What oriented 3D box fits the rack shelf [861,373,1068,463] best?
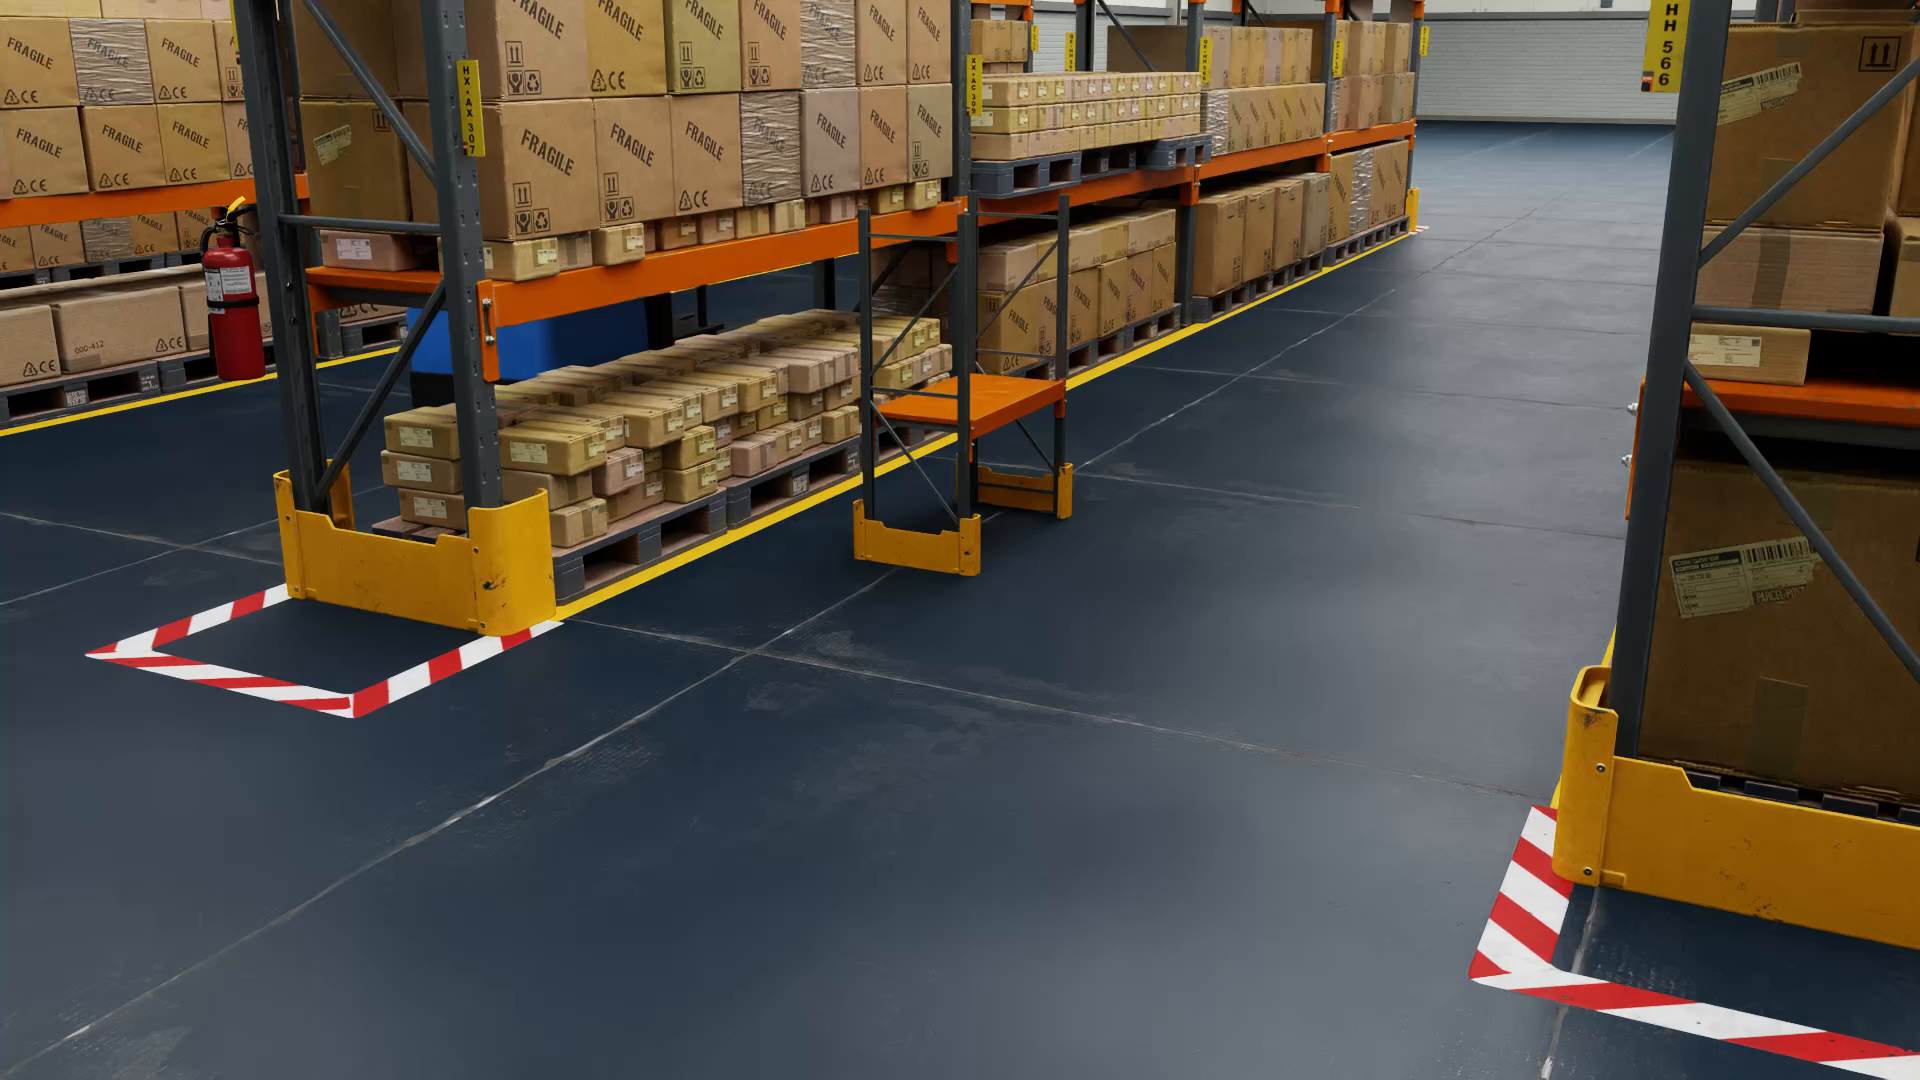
[{"bbox_3d":[0.038,-0.568,7.435,0.538,0.185,1.000,8,18,25],"label":"rack shelf"}]

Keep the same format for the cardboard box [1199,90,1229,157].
[{"bbox_3d":[1.817,-3.329,13.289,0.500,0.500,0.500,8,18,26],"label":"cardboard box"}]

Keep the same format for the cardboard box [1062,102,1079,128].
[{"bbox_3d":[0.520,-2.646,10.346,0.380,0.149,0.250,7,18,23],"label":"cardboard box"}]

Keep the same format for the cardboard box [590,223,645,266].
[{"bbox_3d":[-1.517,-1.216,6.790,0.380,0.149,0.250,8,18,24],"label":"cardboard box"}]

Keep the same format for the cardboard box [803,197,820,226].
[{"bbox_3d":[-0.914,-1.626,8.171,0.380,0.149,0.250,8,18,25],"label":"cardboard box"}]

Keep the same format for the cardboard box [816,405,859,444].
[{"bbox_3d":[-0.745,-0.610,8.580,0.380,0.149,0.250,8,18,25],"label":"cardboard box"}]

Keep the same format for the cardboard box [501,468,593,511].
[{"bbox_3d":[-1.736,-0.242,6.816,0.380,0.149,0.250,9,19,28],"label":"cardboard box"}]

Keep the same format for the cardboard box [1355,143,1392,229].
[{"bbox_3d":[4.315,-4.016,18.772,0.875,0.875,0.875,8,18,25],"label":"cardboard box"}]

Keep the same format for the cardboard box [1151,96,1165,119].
[{"bbox_3d":[1.217,-3.042,11.678,0.380,0.149,0.250,8,18,25],"label":"cardboard box"}]

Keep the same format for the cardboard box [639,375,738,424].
[{"bbox_3d":[-1.249,-0.650,7.669,0.380,0.149,0.250,9,19,28],"label":"cardboard box"}]

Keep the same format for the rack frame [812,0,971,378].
[{"bbox_3d":[-0.412,-2.182,9.603,1.000,3.000,0.127,8,18,25],"label":"rack frame"}]

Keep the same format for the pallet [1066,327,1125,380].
[{"bbox_3d":[0.479,-1.356,11.719,1.003,0.211,1.213,8,18,25],"label":"pallet"}]

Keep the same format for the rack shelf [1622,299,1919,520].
[{"bbox_3d":[3.086,-0.671,5.780,1.077,0.370,4.000,8,18,25],"label":"rack shelf"}]

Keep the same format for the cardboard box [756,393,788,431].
[{"bbox_3d":[-1.073,-0.651,8.194,0.380,0.149,0.250,9,19,28],"label":"cardboard box"}]

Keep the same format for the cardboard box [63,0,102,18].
[{"bbox_3d":[-5.366,-3.188,9.918,0.380,0.149,0.250,8,18,24],"label":"cardboard box"}]

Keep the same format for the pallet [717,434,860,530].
[{"bbox_3d":[-1.224,-0.358,8.359,1.003,0.211,1.213,8,18,25],"label":"pallet"}]

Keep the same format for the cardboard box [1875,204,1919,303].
[{"bbox_3d":[2.875,-0.799,4.686,0.500,0.250,0.500,8,18,25],"label":"cardboard box"}]

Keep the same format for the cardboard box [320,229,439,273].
[{"bbox_3d":[-2.307,-1.162,6.610,0.380,0.149,0.250,8,18,25],"label":"cardboard box"}]

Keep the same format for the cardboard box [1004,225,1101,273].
[{"bbox_3d":[0.622,-1.965,11.207,0.500,0.250,0.500,9,19,27],"label":"cardboard box"}]

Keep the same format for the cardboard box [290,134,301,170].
[{"bbox_3d":[-4.453,-2.793,11.923,0.500,0.250,0.500,8,18,24],"label":"cardboard box"}]

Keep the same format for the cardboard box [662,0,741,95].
[{"bbox_3d":[-1.289,-2.173,7.118,0.500,0.500,0.500,8,18,24],"label":"cardboard box"}]

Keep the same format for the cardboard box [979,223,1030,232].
[{"bbox_3d":[0.160,-2.032,11.434,0.500,0.250,0.500,7,18,23],"label":"cardboard box"}]

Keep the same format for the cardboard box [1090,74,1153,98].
[{"bbox_3d":[1.106,-3.125,11.435,0.380,0.149,0.250,8,18,25],"label":"cardboard box"}]

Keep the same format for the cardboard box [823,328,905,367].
[{"bbox_3d":[-0.522,-1.044,8.996,0.380,0.149,0.250,8,18,25],"label":"cardboard box"}]

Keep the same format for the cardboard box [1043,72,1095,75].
[{"bbox_3d":[0.764,-3.343,12.172,0.380,0.149,0.250,8,18,25],"label":"cardboard box"}]

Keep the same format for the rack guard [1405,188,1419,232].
[{"bbox_3d":[4.961,-4.047,20.271,1.175,0.500,0.348,8,18,25],"label":"rack guard"}]

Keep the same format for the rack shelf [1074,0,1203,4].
[{"bbox_3d":[0.482,-3.785,10.994,1.077,0.370,4.000,8,18,25],"label":"rack shelf"}]

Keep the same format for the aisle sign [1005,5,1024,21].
[{"bbox_3d":[0.764,-7.068,21.487,0.394,0.787,0.004,8,18,25],"label":"aisle sign"}]

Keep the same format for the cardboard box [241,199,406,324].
[{"bbox_3d":[-4.680,-2.137,12.446,0.875,0.875,0.875,9,19,27],"label":"cardboard box"}]

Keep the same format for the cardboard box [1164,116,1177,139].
[{"bbox_3d":[1.339,-2.969,11.957,0.380,0.149,0.250,8,19,26],"label":"cardboard box"}]

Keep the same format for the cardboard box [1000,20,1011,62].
[{"bbox_3d":[0.211,-6.227,20.767,0.700,0.500,0.500,8,18,26],"label":"cardboard box"}]

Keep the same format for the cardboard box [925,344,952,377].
[{"bbox_3d":[-0.268,-1.039,9.501,0.380,0.149,0.250,9,19,26],"label":"cardboard box"}]

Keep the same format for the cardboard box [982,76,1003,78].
[{"bbox_3d":[0.059,-2.939,10.809,0.380,0.149,0.250,7,18,24],"label":"cardboard box"}]

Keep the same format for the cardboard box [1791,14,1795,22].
[{"bbox_3d":[4.575,-2.391,8.370,0.797,0.503,0.637,8,18,26],"label":"cardboard box"}]

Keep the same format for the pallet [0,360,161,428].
[{"bbox_3d":[-5.839,-0.954,10.365,1.003,0.211,1.213,8,18,25],"label":"pallet"}]

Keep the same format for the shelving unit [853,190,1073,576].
[{"bbox_3d":[0.034,-0.738,7.376,0.587,1.500,1.083,8,18,25],"label":"shelving unit"}]

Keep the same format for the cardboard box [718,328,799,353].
[{"bbox_3d":[-1.092,-1.038,8.976,0.380,0.149,0.250,8,18,24],"label":"cardboard box"}]

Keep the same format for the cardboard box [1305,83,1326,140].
[{"bbox_3d":[3.169,-4.101,15.888,0.500,0.500,0.500,8,18,25],"label":"cardboard box"}]

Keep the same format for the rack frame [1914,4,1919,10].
[{"bbox_3d":[7.555,-3.563,14.253,1.000,3.000,0.127,8,18,25],"label":"rack frame"}]

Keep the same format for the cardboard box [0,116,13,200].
[{"bbox_3d":[-5.757,-2.161,9.355,0.500,0.500,0.500,8,18,25],"label":"cardboard box"}]

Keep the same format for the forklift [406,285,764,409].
[{"bbox_3d":[-2.257,-2.450,10.624,1.130,2.935,3.031,6,18,20],"label":"forklift"}]

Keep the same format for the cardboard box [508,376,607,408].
[{"bbox_3d":[-1.851,-0.647,7.659,0.380,0.149,0.250,7,18,23],"label":"cardboard box"}]

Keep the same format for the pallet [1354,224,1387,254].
[{"bbox_3d":[4.116,-3.379,18.530,1.003,0.211,1.213,8,18,25],"label":"pallet"}]

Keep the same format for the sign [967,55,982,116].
[{"bbox_3d":[0.077,-2.530,9.254,0.100,0.325,0.005,8,18,25],"label":"sign"}]

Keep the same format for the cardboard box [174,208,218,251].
[{"bbox_3d":[-7.770,-3.178,16.607,0.500,0.500,0.500,8,18,25],"label":"cardboard box"}]

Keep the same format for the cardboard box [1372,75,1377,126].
[{"bbox_3d":[4.036,-4.801,18.156,0.875,0.550,0.500,8,18,25],"label":"cardboard box"}]

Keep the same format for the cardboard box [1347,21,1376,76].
[{"bbox_3d":[3.864,-5.174,17.516,0.875,0.550,0.550,8,18,25],"label":"cardboard box"}]

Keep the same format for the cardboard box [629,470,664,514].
[{"bbox_3d":[-1.530,-0.232,7.307,0.380,0.149,0.250,8,18,26],"label":"cardboard box"}]

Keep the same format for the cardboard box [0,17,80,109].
[{"bbox_3d":[-5.534,-2.773,9.659,0.500,0.500,0.500,8,18,26],"label":"cardboard box"}]

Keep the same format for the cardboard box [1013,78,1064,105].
[{"bbox_3d":[0.412,-2.727,10.096,0.380,0.149,0.250,8,18,26],"label":"cardboard box"}]

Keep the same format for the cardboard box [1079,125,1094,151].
[{"bbox_3d":[0.636,-2.568,10.607,0.380,0.149,0.250,7,18,23],"label":"cardboard box"}]

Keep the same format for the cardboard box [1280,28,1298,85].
[{"bbox_3d":[2.718,-4.489,15.437,0.700,0.500,0.500,8,18,24],"label":"cardboard box"}]

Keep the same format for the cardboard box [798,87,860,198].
[{"bbox_3d":[-0.832,-1.955,8.140,0.500,0.500,0.500,8,18,25],"label":"cardboard box"}]

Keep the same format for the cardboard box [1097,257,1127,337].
[{"bbox_3d":[0.858,-1.735,11.749,0.500,0.500,0.500,7,18,23],"label":"cardboard box"}]
